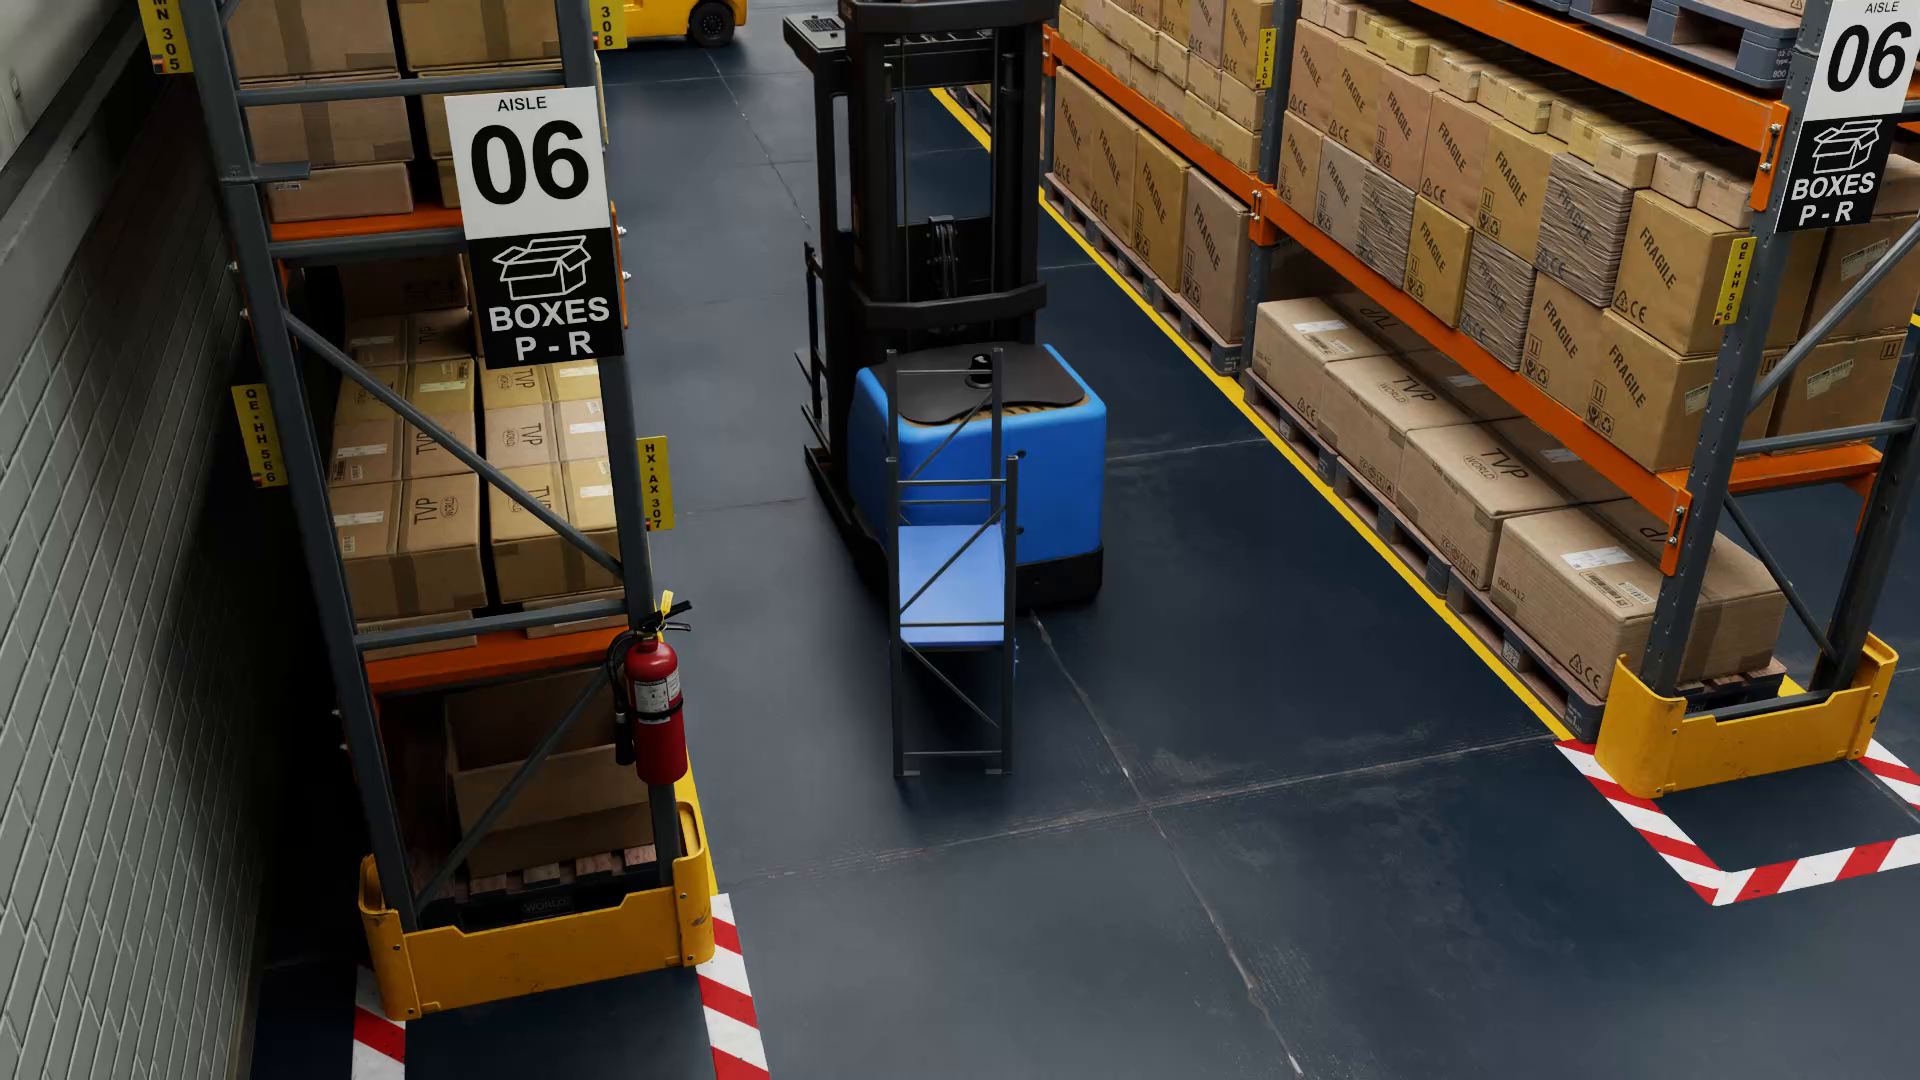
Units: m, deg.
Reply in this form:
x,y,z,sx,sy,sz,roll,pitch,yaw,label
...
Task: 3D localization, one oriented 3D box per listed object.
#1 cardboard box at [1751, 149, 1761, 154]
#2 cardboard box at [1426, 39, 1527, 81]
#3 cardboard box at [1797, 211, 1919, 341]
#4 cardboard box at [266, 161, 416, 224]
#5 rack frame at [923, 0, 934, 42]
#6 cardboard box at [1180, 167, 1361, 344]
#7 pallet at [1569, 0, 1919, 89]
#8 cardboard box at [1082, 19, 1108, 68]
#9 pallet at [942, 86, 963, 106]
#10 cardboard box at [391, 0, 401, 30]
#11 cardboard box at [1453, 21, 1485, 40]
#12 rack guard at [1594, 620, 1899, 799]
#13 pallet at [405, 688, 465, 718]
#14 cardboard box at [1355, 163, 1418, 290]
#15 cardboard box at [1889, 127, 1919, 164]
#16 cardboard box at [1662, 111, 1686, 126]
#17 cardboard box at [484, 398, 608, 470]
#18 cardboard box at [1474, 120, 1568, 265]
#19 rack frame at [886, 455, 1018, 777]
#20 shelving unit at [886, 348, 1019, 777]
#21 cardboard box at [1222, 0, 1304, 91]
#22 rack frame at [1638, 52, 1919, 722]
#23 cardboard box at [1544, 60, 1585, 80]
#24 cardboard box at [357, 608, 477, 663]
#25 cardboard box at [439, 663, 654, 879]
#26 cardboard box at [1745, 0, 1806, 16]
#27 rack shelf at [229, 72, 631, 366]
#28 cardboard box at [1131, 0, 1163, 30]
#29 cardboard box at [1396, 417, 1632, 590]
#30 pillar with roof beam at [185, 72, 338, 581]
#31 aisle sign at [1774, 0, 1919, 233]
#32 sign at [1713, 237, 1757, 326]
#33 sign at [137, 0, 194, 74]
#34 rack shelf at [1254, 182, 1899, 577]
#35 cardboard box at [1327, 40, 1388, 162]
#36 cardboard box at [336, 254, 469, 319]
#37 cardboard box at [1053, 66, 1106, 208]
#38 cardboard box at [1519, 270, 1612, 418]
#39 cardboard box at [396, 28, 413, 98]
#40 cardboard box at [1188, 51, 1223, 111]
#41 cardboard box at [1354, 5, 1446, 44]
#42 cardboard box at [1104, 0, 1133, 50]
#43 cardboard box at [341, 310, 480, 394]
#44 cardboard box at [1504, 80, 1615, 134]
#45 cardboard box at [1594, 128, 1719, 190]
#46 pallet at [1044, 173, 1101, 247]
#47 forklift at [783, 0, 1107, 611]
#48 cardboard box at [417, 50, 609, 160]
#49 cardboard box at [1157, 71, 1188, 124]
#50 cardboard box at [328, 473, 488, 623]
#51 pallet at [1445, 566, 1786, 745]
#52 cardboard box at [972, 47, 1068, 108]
x,y,z,sx,sy,sz,roll,pitch,yaw,label
3.342,-1.470,6.550,0.380,0.149,0.250,-7,31,-12,cardboard box
2.467,-2.279,7.948,0.380,0.149,0.250,-8,31,-13,cardboard box
3.455,-1.134,6.616,0.500,0.500,0.500,-9,31,-14,cardboard box
-1.785,-1.039,4.808,0.380,0.149,0.250,-7,31,-12,cardboard box
0.123,-6.184,16.439,1.000,3.000,0.127,-8,31,-13,rack frame
2.004,-1.871,10.690,0.875,0.875,0.875,-7,31,-12,cardboard box
3.101,-2.005,6.313,1.003,0.211,1.213,-8,31,-13,pallet
1.225,-3.671,12.248,0.500,0.250,0.500,-9,31,-15,cardboard box
0.331,-4.601,16.488,1.003,0.211,1.213,-8,31,-13,pallet
-2.001,-1.733,5.110,0.500,0.250,0.500,-9,31,-15,cardboard box
2.741,-2.587,8.479,0.380,0.149,0.250,-8,31,-14,cardboard box
3.314,0.706,7.032,1.175,0.500,0.348,-8,31,-13,rack guard
-2.030,0.471,7.726,1.003,0.211,1.213,-8,31,-13,pallet
2.374,-1.617,8.449,0.500,0.500,0.500,-8,31,-13,cardboard box
6.550,-2.777,11.882,0.500,0.250,0.500,-9,31,-15,cardboard box
3.176,-1.855,7.216,0.380,0.149,0.250,-8,31,-13,cardboard box
-1.472,-0.288,6.107,0.500,0.250,0.500,-8,31,-13,cardboard box
2.655,-1.553,7.341,0.500,0.500,0.500,-8,31,-14,cardboard box
-0.031,0.340,6.665,0.500,1.500,0.032,-1,30,-2,rack frame
-0.048,0.086,7.105,0.538,1.500,1.048,-1,30,-2,shelving unit
1.885,-2.978,9.803,0.500,0.500,0.500,-7,31,-12,cardboard box
3.308,-0.388,6.426,1.000,3.000,0.127,-8,31,-13,rack frame
2.993,-2.228,7.859,0.380,0.149,0.250,-8,31,-13,cardboard box
-1.824,0.258,5.560,0.380,0.149,0.250,-8,31,-14,cardboard box
-1.548,0.865,6.335,0.797,0.503,0.637,-9,31,-15,cardboard box
3.101,-2.052,5.937,0.500,0.250,0.500,-11,32,-18,cardboard box
-2.008,-1.679,6.380,1.077,0.370,4.000,-8,31,-13,rack shelf
1.473,-3.723,11.089,0.500,0.500,0.500,-7,31,-12,cardboard box
2.785,-0.207,8.252,0.875,0.438,0.875,-7,31,-12,cardboard box
0.928,-4.371,7.318,9.100,9.000,0.400,-8,31,-13,pillar with roof beam
3.028,-1.437,5.643,0.394,0.787,0.004,-8,31,-13,aisle sign
2.781,-0.926,5.963,0.100,0.325,0.005,-8,31,-13,sign
-2.017,-1.343,4.198,0.100,0.325,0.005,-8,31,-13,sign
2.777,-1.042,8.275,1.077,0.370,4.000,-8,31,-13,rack shelf
2.267,-2.289,8.612,0.500,0.500,0.500,-8,31,-14,cardboard box
-2.400,-1.292,7.092,0.500,0.500,0.500,-9,31,-15,cardboard box
1.288,-3.169,12.933,0.875,0.875,0.875,-8,31,-14,cardboard box
2.806,-0.873,7.165,0.500,0.500,0.500,-8,31,-14,cardboard box
-2.005,-1.513,5.227,0.500,0.250,0.500,-8,31,-13,cardboard box
1.755,-2.892,10.403,0.500,0.250,0.500,-7,31,-12,cardboard box
2.272,-2.650,8.589,0.380,0.149,0.250,-8,31,-14,cardboard box
1.337,-3.633,11.684,0.500,0.250,0.500,-8,31,-13,cardboard box
-2.256,-0.718,6.850,0.500,0.250,0.500,-8,31,-13,cardboard box
2.628,-1.900,7.293,0.380,0.149,0.250,-7,31,-12,cardboard box
2.779,-1.524,6.644,0.380,0.149,0.250,-8,31,-14,cardboard box
1.321,-2.654,13.125,1.003,0.211,1.213,-8,31,-13,pallet
-0.237,-1.590,8.572,1.130,2.935,3.031,-9,31,-15,forklift
-1.331,-1.339,4.927,0.500,0.250,0.500,-8,31,-14,cardboard box
1.634,-2.930,10.968,0.500,0.250,0.500,-9,31,-15,cardboard box
-1.855,0.023,5.568,0.500,0.250,0.500,-7,31,-12,cardboard box
3.020,0.443,7.774,1.003,0.211,1.213,-8,31,-13,pallet
0.645,-4.293,15.376,0.950,0.372,0.625,-7,31,-12,cardboard box
